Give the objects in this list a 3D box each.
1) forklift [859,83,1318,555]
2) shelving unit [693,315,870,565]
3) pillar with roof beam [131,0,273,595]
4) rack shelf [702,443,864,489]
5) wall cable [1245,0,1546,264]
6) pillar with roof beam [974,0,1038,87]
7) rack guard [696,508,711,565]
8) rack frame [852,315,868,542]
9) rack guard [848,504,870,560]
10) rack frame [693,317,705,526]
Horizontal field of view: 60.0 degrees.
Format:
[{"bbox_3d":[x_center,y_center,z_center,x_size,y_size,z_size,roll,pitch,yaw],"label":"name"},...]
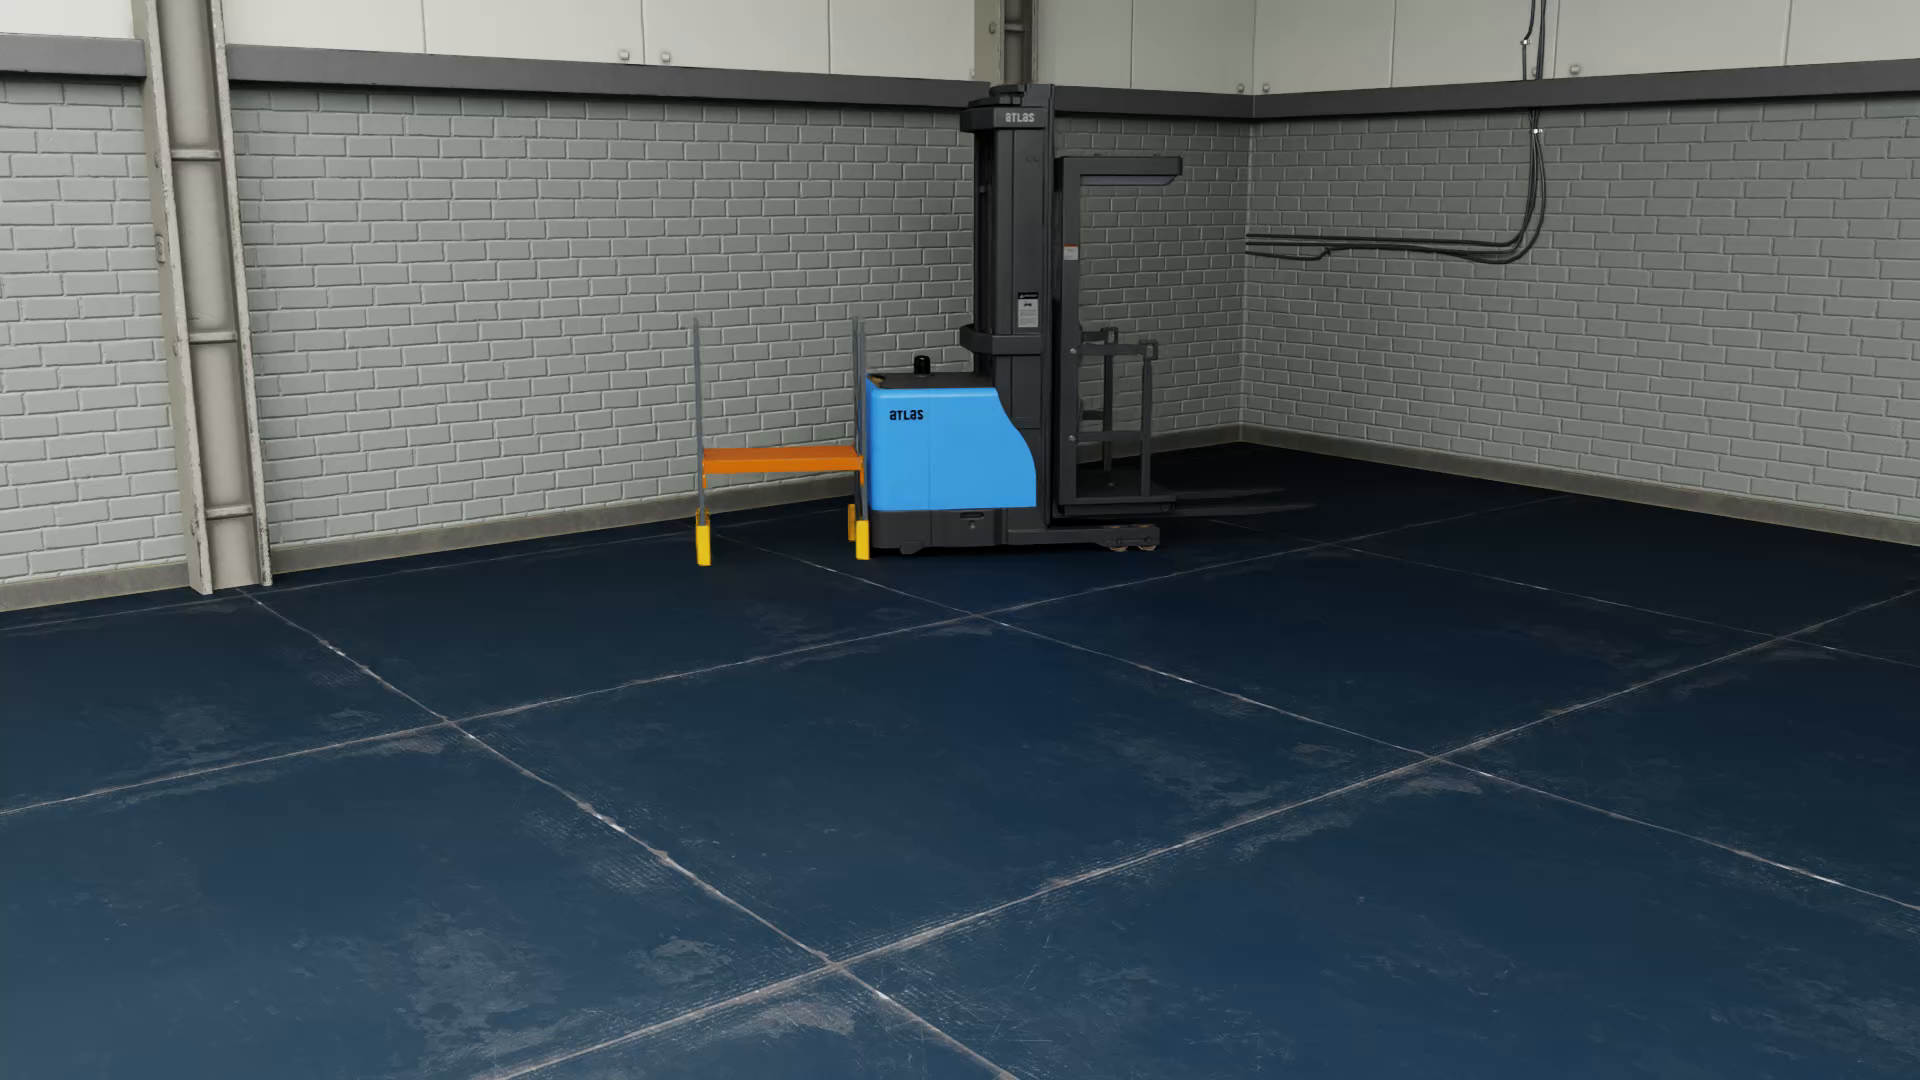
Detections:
[{"bbox_3d":[0.852,-1.463,10.961,3.031,2.935,1.130,-2,12,-9],"label":"forklift"},{"bbox_3d":[-1.151,-0.652,10.590,1.083,1.500,0.587,-2,12,-9],"label":"shelving unit"},{"bbox_3d":[-1.639,-3.437,5.651,0.400,9.000,9.100,-9,15,-38],"label":"pillar with roof beam"},{"bbox_3d":[-1.142,-0.477,10.629,1.000,0.185,0.538,-2,12,-9],"label":"rack shelf"},{"bbox_3d":[3.483,-3.563,13.718,0.112,2.526,3.097,-9,15,-38],"label":"wall cable"},{"bbox_3d":[3.046,-4.216,9.317,0.400,9.000,9.100,-9,15,-38],"label":"pillar with roof beam"},{"bbox_3d":[-1.643,-0.024,10.642,0.087,0.250,0.587,-2,12,-9],"label":"rack guard"},{"bbox_3d":[-0.640,-0.669,10.671,0.032,1.500,0.500,-2,12,-9],"label":"rack frame"},{"bbox_3d":[-0.660,-0.057,10.797,0.087,0.250,0.587,-2,12,-9],"label":"rack guard"},{"bbox_3d":[-1.644,-0.636,10.512,0.032,1.500,0.500,-2,12,-9],"label":"rack frame"}]
